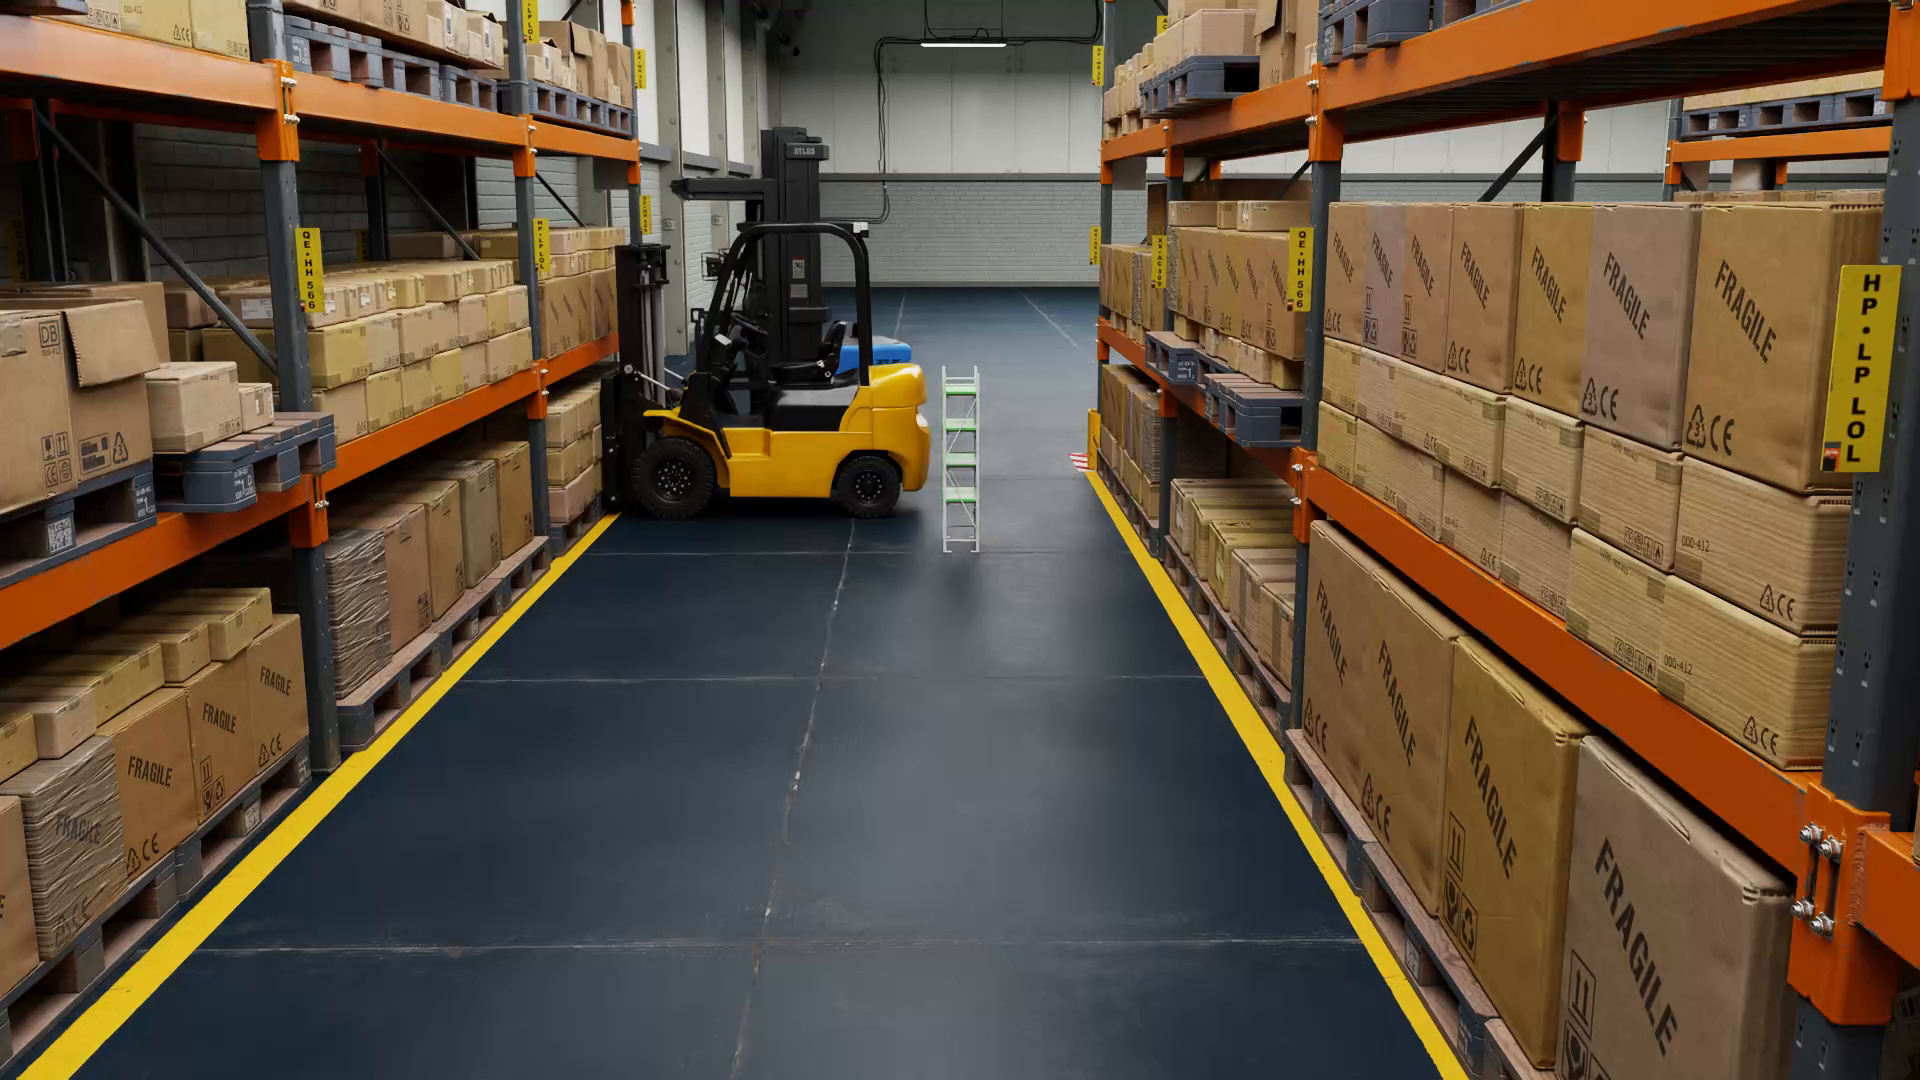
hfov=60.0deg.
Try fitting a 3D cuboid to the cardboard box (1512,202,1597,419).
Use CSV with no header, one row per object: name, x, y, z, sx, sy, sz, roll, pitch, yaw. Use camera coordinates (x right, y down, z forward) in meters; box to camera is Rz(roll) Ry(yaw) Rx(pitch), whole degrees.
cardboard box,1.698,-0.574,4.080,0.500,0.500,0.500,0,11,1

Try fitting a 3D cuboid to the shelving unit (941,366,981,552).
shelving unit,0.003,-0.555,11.278,0.258,1.200,0.503,0,11,-1

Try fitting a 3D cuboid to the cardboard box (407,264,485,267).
cardboard box,-2.956,-1.513,9.589,0.380,0.149,0.250,0,11,-1

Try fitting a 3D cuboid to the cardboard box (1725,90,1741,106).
cardboard box,6.369,-3.551,13.299,0.380,0.149,0.250,0,11,-1

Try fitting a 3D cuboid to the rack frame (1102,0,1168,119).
rack frame,1.719,-5.069,13.914,1.000,3.000,0.127,0,11,-1

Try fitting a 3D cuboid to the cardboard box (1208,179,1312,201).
cardboard box,2.010,-2.107,10.888,0.700,0.500,0.500,0,11,-2

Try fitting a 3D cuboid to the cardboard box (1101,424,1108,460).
cardboard box,1.460,-0.826,13.946,0.500,0.250,0.500,0,11,-2

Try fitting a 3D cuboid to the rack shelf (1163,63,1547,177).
rack shelf,1.843,-2.054,8.405,1.077,0.370,4.000,0,11,-1

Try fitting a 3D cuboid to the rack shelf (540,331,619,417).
rack shelf,-3.202,-1.358,12.518,1.077,0.370,4.000,0,11,-1

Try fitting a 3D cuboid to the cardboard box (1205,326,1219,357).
cardboard box,1.497,-1.046,8.749,0.380,0.149,0.250,0,11,1

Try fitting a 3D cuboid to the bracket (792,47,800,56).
bracket,-4.452,-13.189,44.882,0.235,0.232,0.430,0,11,-1

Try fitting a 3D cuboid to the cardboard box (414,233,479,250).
cardboard box,-3.452,-1.991,11.195,0.380,0.149,0.250,0,11,-2

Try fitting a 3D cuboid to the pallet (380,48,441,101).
pallet,-3.207,-2.252,8.047,1.003,0.211,1.213,0,11,1

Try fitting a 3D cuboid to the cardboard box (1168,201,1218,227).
cardboard box,1.458,-1.958,9.977,0.380,0.149,0.250,0,11,-1

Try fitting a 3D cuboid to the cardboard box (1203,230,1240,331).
cardboard box,1.554,-1.340,8.566,0.500,0.500,0.500,-1,11,-3

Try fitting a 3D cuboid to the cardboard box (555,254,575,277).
cardboard box,-2.875,-1.897,11.482,0.380,0.149,0.250,0,11,0

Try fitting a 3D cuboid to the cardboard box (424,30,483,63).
cardboard box,-2.834,-2.697,9.091,0.380,0.149,0.250,0,11,-1

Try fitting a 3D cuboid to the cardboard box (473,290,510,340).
cardboard box,-2.877,-1.286,9.472,0.500,0.250,0.500,-1,11,-3

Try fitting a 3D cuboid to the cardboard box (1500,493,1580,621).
cardboard box,1.705,0.040,4.196,0.500,0.250,0.500,-1,11,-3

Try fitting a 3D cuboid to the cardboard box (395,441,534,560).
cardboard box,-3.139,-0.251,10.170,0.875,0.625,0.625,0,11,1

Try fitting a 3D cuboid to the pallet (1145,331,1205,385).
pallet,1.672,-1.088,9.858,1.003,0.211,1.213,0,11,-1

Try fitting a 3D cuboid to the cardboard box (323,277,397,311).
cardboard box,-2.881,-1.155,7.826,0.380,0.149,0.250,0,11,-1

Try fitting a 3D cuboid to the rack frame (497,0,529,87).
rack frame,-3.161,-4.253,9.890,1.000,3.000,0.127,0,11,-1

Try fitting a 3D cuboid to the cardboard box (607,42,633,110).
cardboard box,-2.990,-3.795,13.618,0.500,0.500,0.500,0,11,1

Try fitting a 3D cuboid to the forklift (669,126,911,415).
forklift,-1.993,-2.122,14.648,3.031,2.935,1.130,-3,12,-15

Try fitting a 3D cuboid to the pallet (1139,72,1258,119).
pallet,1.708,-2.589,9.704,1.213,0.211,1.003,0,11,-1

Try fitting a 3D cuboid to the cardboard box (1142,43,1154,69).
cardboard box,1.443,-3.288,11.306,0.380,0.149,0.250,0,11,1

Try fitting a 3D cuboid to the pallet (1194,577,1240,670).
pallet,1.848,0.430,8.907,1.003,0.211,1.213,0,11,-1

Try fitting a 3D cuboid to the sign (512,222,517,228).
sign,-3.798,-2.570,14.307,0.100,0.325,0.005,0,11,-1

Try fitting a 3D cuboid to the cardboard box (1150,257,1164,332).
cardboard box,1.544,-1.616,10.982,0.500,0.500,0.500,-1,11,-3

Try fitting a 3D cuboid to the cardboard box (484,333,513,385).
cardboard box,-2.873,-1.041,9.521,0.500,0.250,0.500,0,11,-1

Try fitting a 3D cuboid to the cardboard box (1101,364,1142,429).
cardboard box,1.461,-1.189,13.848,0.500,0.500,0.500,-1,11,-3

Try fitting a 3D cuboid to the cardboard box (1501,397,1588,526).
cardboard box,1.681,-0.204,4.142,0.500,0.250,0.500,0,11,0

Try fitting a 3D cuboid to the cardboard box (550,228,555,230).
cardboard box,-3.459,-2.449,13.453,0.380,0.149,0.250,0,11,0

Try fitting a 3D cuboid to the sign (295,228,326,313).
sign,-2.536,-1.051,6.481,0.100,0.325,0.005,0,11,-1

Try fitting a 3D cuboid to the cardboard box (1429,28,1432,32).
cardboard box,2.043,-2.057,6.949,0.396,0.266,0.258,0,11,-1

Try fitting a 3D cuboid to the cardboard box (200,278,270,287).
cardboard box,-3.351,-1.153,7.814,0.380,0.149,0.250,0,11,-1

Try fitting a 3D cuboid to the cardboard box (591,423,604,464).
cardboard box,-2.873,-0.714,12.135,0.500,0.250,0.500,0,11,-2

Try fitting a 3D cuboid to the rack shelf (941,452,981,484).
rack shelf,0.003,-0.492,11.290,0.258,0.148,0.480,0,11,-1

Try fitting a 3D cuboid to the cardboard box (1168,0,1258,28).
cardboard box,1.434,-2.965,9.147,0.500,0.250,0.500,0,11,-2

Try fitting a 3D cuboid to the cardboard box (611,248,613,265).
cardboard box,-2.983,-2.255,13.249,0.380,0.149,0.250,0,11,-2

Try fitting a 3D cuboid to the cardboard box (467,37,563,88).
cardboard box,-2.934,-3.161,10.966,0.500,0.311,0.500,0,11,0

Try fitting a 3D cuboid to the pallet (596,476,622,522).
pallet,-3.163,-0.348,12.743,1.003,0.211,1.213,0,11,-1

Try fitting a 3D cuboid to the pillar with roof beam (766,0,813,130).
pillar with roof beam,-0.446,-10.887,42.591,9.100,9.000,0.548,0,11,-1

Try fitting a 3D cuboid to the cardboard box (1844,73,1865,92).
cardboard box,6.404,-3.200,11.566,0.380,0.149,0.250,0,11,-1

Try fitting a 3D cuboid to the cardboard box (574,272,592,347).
cardboard box,-2.948,-1.655,11.923,0.500,0.500,0.500,0,11,-2

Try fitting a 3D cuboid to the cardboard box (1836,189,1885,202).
cardboard box,6.648,-2.160,11.567,0.875,0.550,0.550,0,11,-1

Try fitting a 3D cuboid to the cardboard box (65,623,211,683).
cardboard box,-2.816,0.387,5.705,0.380,0.149,0.250,-1,11,-3

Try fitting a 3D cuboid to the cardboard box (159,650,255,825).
cardboard box,-2.854,0.684,5.874,0.500,0.500,0.500,0,11,-2

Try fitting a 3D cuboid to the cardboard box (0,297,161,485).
cardboard box,-2.859,-0.451,4.920,0.797,0.503,0.637,-1,11,-2

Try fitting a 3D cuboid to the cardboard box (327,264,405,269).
cardboard box,-3.410,-1.506,9.555,0.380,0.149,0.250,0,11,-1

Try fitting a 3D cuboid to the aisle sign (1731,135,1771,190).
aisle sign,6.965,-3.459,14.527,0.394,0.787,0.004,0,11,-1

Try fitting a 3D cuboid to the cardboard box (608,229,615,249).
cardboard box,-2.909,-2.349,12.960,0.380,0.149,0.250,0,11,0

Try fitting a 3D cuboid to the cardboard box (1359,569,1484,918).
cardboard box,1.830,0.611,5.289,0.875,0.875,0.875,0,11,0

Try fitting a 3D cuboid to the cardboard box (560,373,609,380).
cardboard box,-2.885,-1.164,13.099,0.500,0.250,0.500,0,11,0
